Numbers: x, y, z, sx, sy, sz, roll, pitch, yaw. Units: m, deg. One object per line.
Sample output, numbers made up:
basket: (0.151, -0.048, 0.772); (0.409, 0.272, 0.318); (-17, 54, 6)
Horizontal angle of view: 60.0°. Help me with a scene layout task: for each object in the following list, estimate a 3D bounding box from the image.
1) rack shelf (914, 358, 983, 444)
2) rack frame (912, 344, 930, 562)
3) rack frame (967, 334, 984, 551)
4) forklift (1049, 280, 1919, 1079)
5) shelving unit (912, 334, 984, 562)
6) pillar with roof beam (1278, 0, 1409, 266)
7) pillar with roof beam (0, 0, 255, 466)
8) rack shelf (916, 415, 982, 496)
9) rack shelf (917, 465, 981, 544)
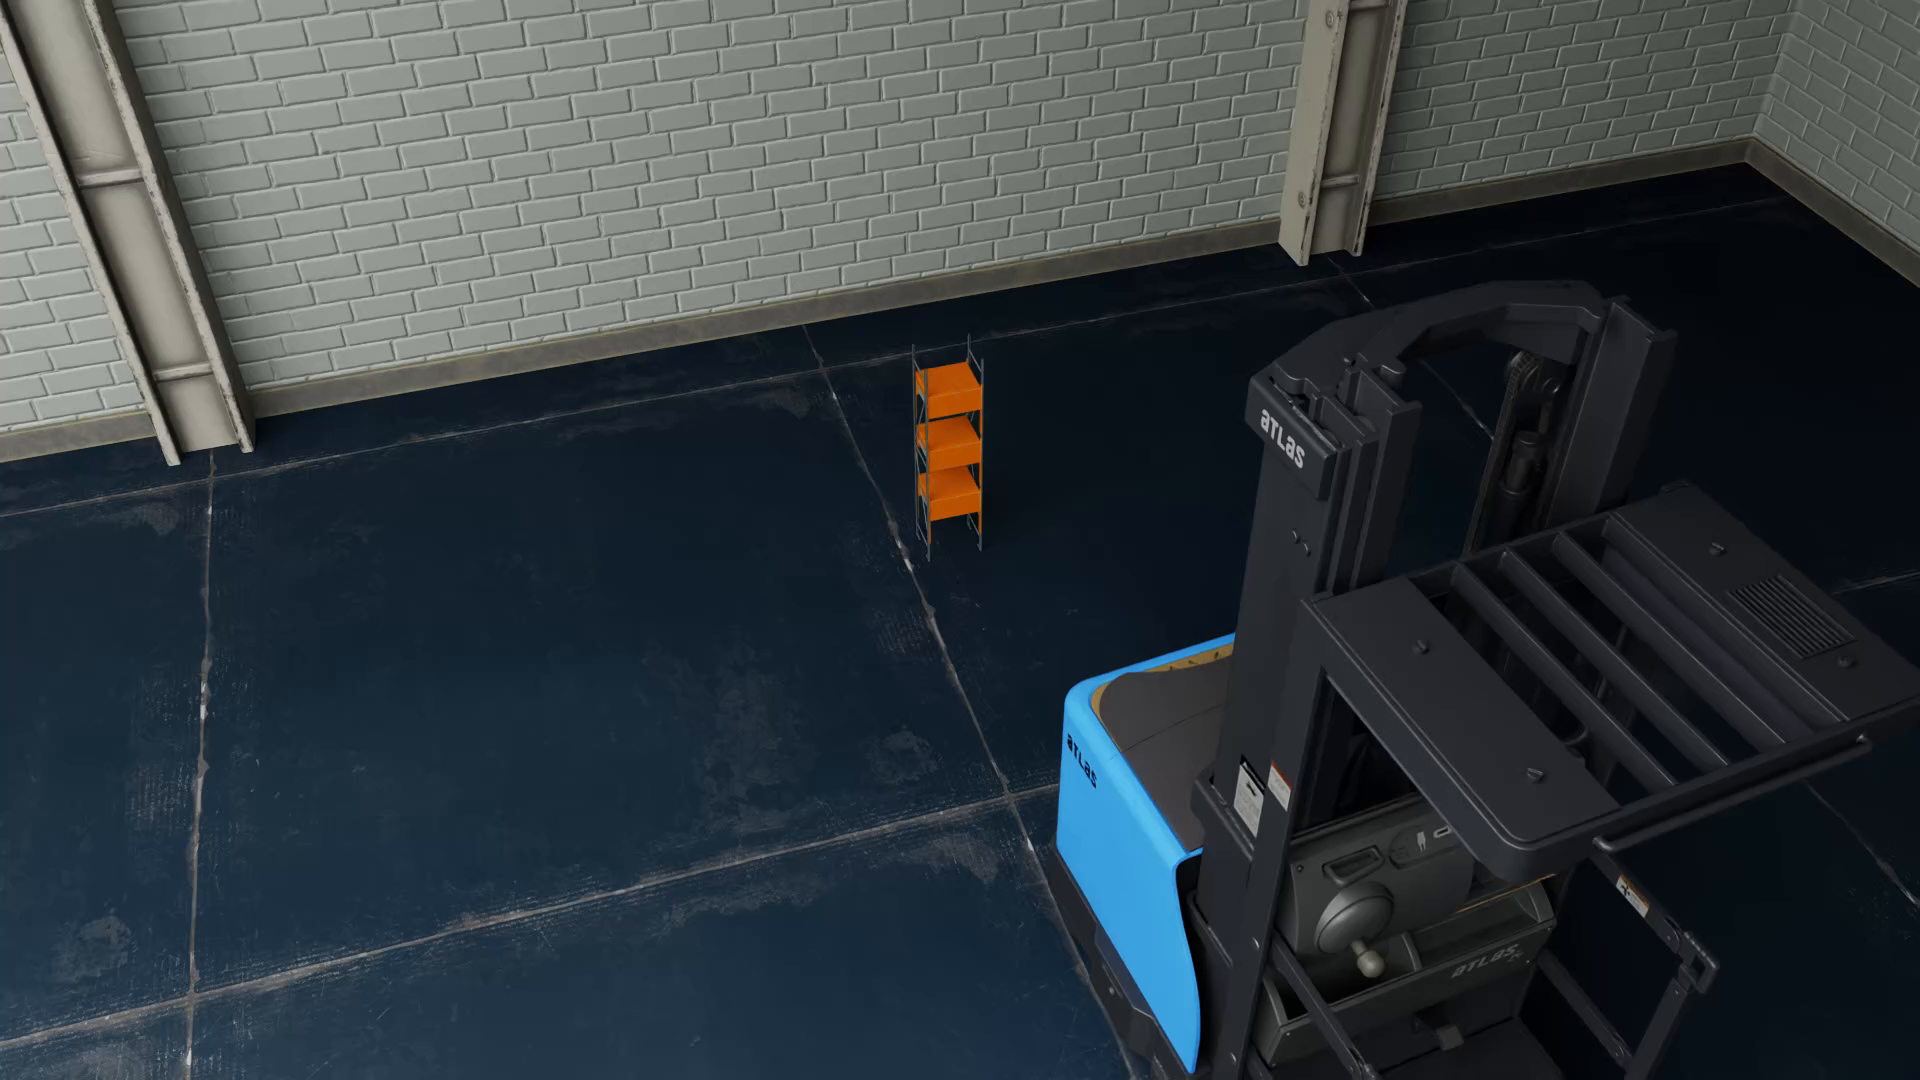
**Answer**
rack shelf: (-0.051, -0.590, 7.062); (0.240, 0.259, 0.215); (-12, 42, -13)
rack frame: (-0.167, -0.361, 7.214); (0.008, 1.050, 0.200); (-12, 42, -13)
rack frame: (0.065, -0.409, 7.270); (0.008, 1.050, 0.200); (-12, 42, -13)
forklift: (1.369, 0.948, 4.287); (1.130, 2.935, 3.031); (-16, 44, -17)
shelving unit: (-0.051, -0.385, 7.242); (0.252, 1.050, 0.215); (-12, 42, -13)
pillar with roof beam: (3.347, -2.364, 3.466); (0.400, 9.000, 9.100); (-12, 42, -13)
pillar with roof beam: (-2.376, -1.179, 2.109); (0.400, 9.000, 9.100); (-12, 42, -13)
rack shelf: (-0.051, -0.377, 7.249); (0.240, 0.259, 0.215); (-12, 42, -13)
rack shelf: (-0.051, -0.168, 7.432); (0.240, 0.259, 0.215); (-12, 42, -13)
